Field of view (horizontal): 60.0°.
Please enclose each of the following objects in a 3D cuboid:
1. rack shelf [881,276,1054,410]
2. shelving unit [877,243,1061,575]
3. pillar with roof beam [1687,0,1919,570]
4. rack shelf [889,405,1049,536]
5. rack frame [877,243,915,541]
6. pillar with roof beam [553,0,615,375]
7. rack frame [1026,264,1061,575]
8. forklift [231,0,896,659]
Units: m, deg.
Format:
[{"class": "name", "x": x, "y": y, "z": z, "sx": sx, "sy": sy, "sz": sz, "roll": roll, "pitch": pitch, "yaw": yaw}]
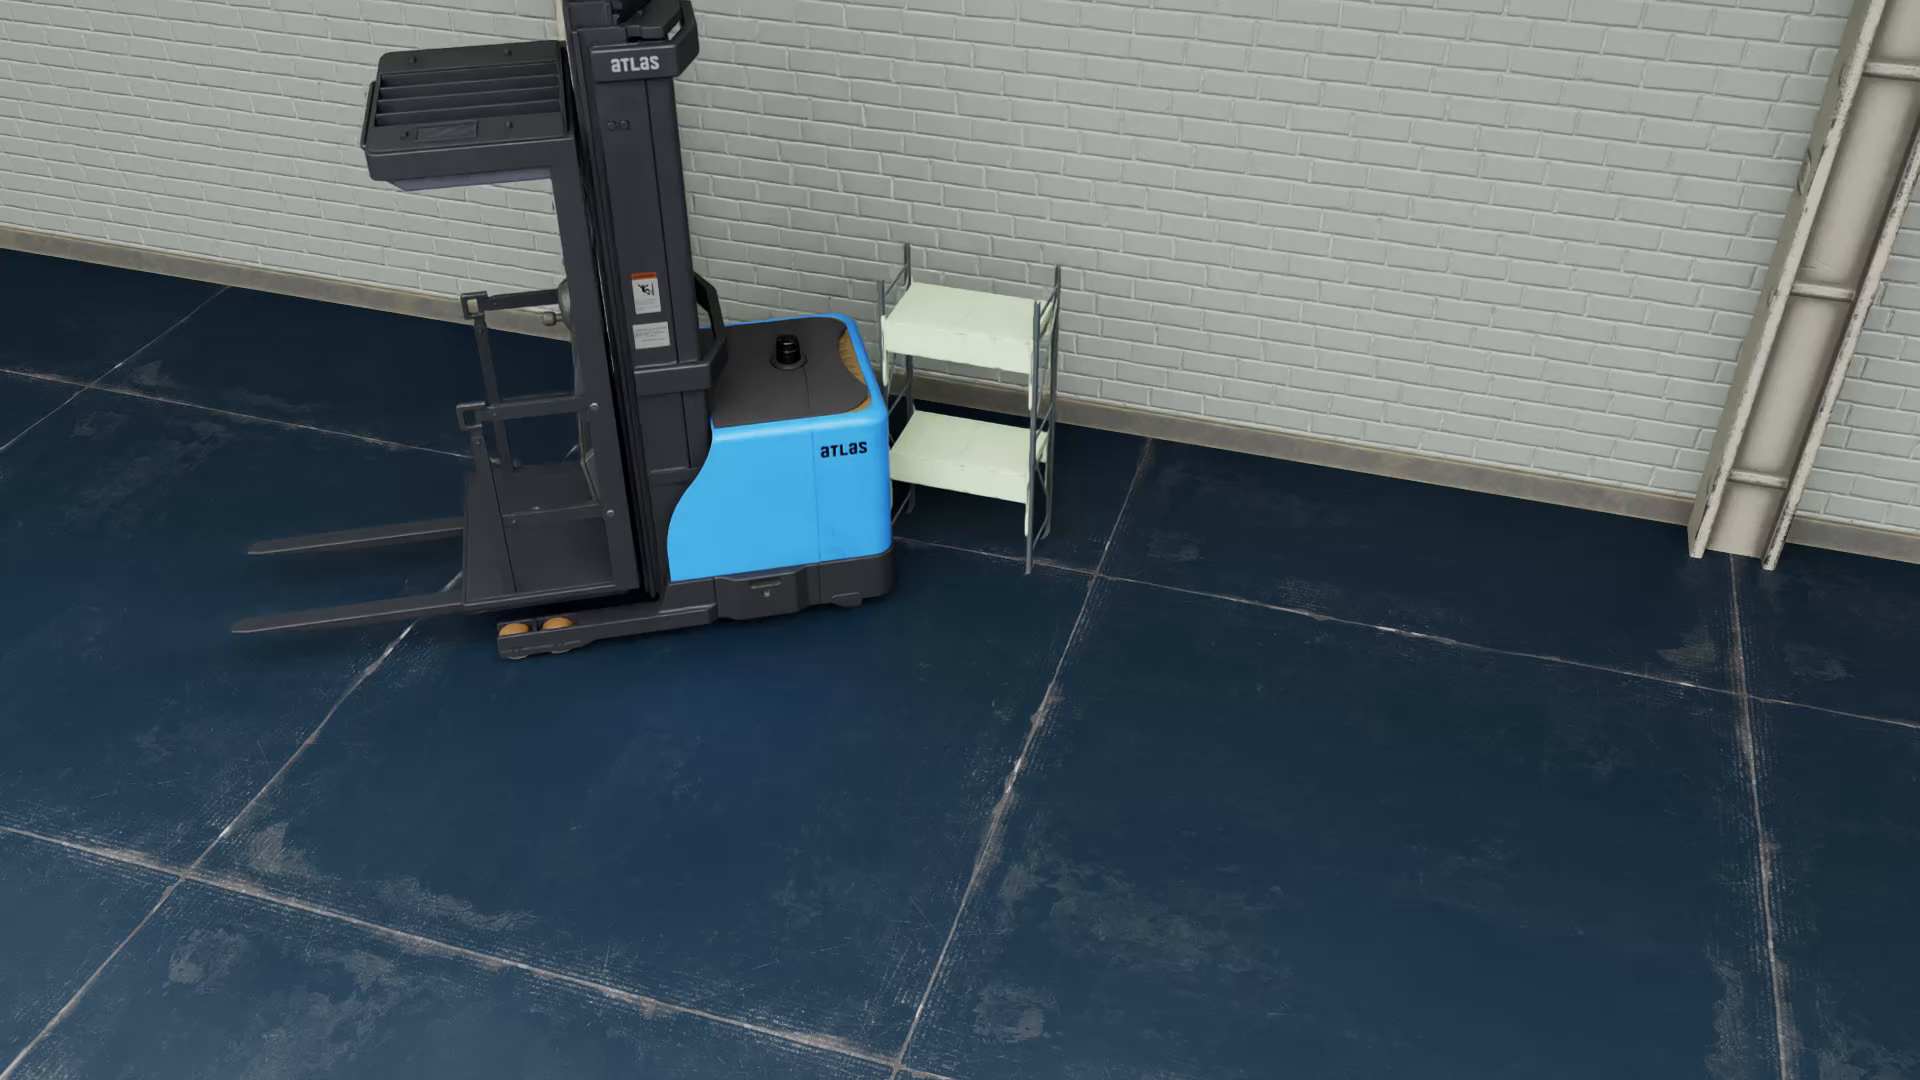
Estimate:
[{"class": "rack shelf", "x": 0.045, "y": -0.926, "z": 7.770, "sx": 0.720, "sy": 0.370, "sz": 0.431, "roll": 11, "pitch": 38, "yaw": 14}, {"class": "shelving unit", "x": 0.045, "y": -0.612, "z": 8.001, "sx": 0.755, "sy": 1.500, "sz": 0.431, "roll": 11, "pitch": 38, "yaw": 14}, {"class": "pillar with roof beam", "x": 2.605, "y": -1.159, "z": 2.418, "sx": 0.400, "sy": 9.000, "sz": 9.100, "roll": 10, "pitch": 38, "yaw": 14}, {"class": "rack shelf", "x": 0.045, "y": -0.349, "z": 8.194, "sx": 0.720, "sy": 0.370, "sz": 0.431, "roll": 11, "pitch": 38, "yaw": 14}, {"class": "rack frame", "x": -0.304, "y": -0.677, "z": 8.089, "sx": 0.023, "sy": 1.500, "sz": 0.400, "roll": 11, "pitch": 38, "yaw": 14}, {"class": "pillar with roof beam", "x": -3.122, "y": -2.219, "z": 3.859, "sx": 0.400, "sy": 9.000, "sz": 9.100, "roll": 10, "pitch": 38, "yaw": 14}, {"class": "rack frame", "x": 0.395, "y": -0.547, "z": 7.912, "sx": 0.023, "sy": 1.500, "sz": 0.400, "roll": 11, "pitch": 38, "yaw": 14}, {"class": "forklift", "x": -1.883, "y": -0.974, "z": 7.286, "sx": 3.031, "sy": 2.935, "sz": 1.130, "roll": -8, "pitch": 37, "yaw": -10}]
